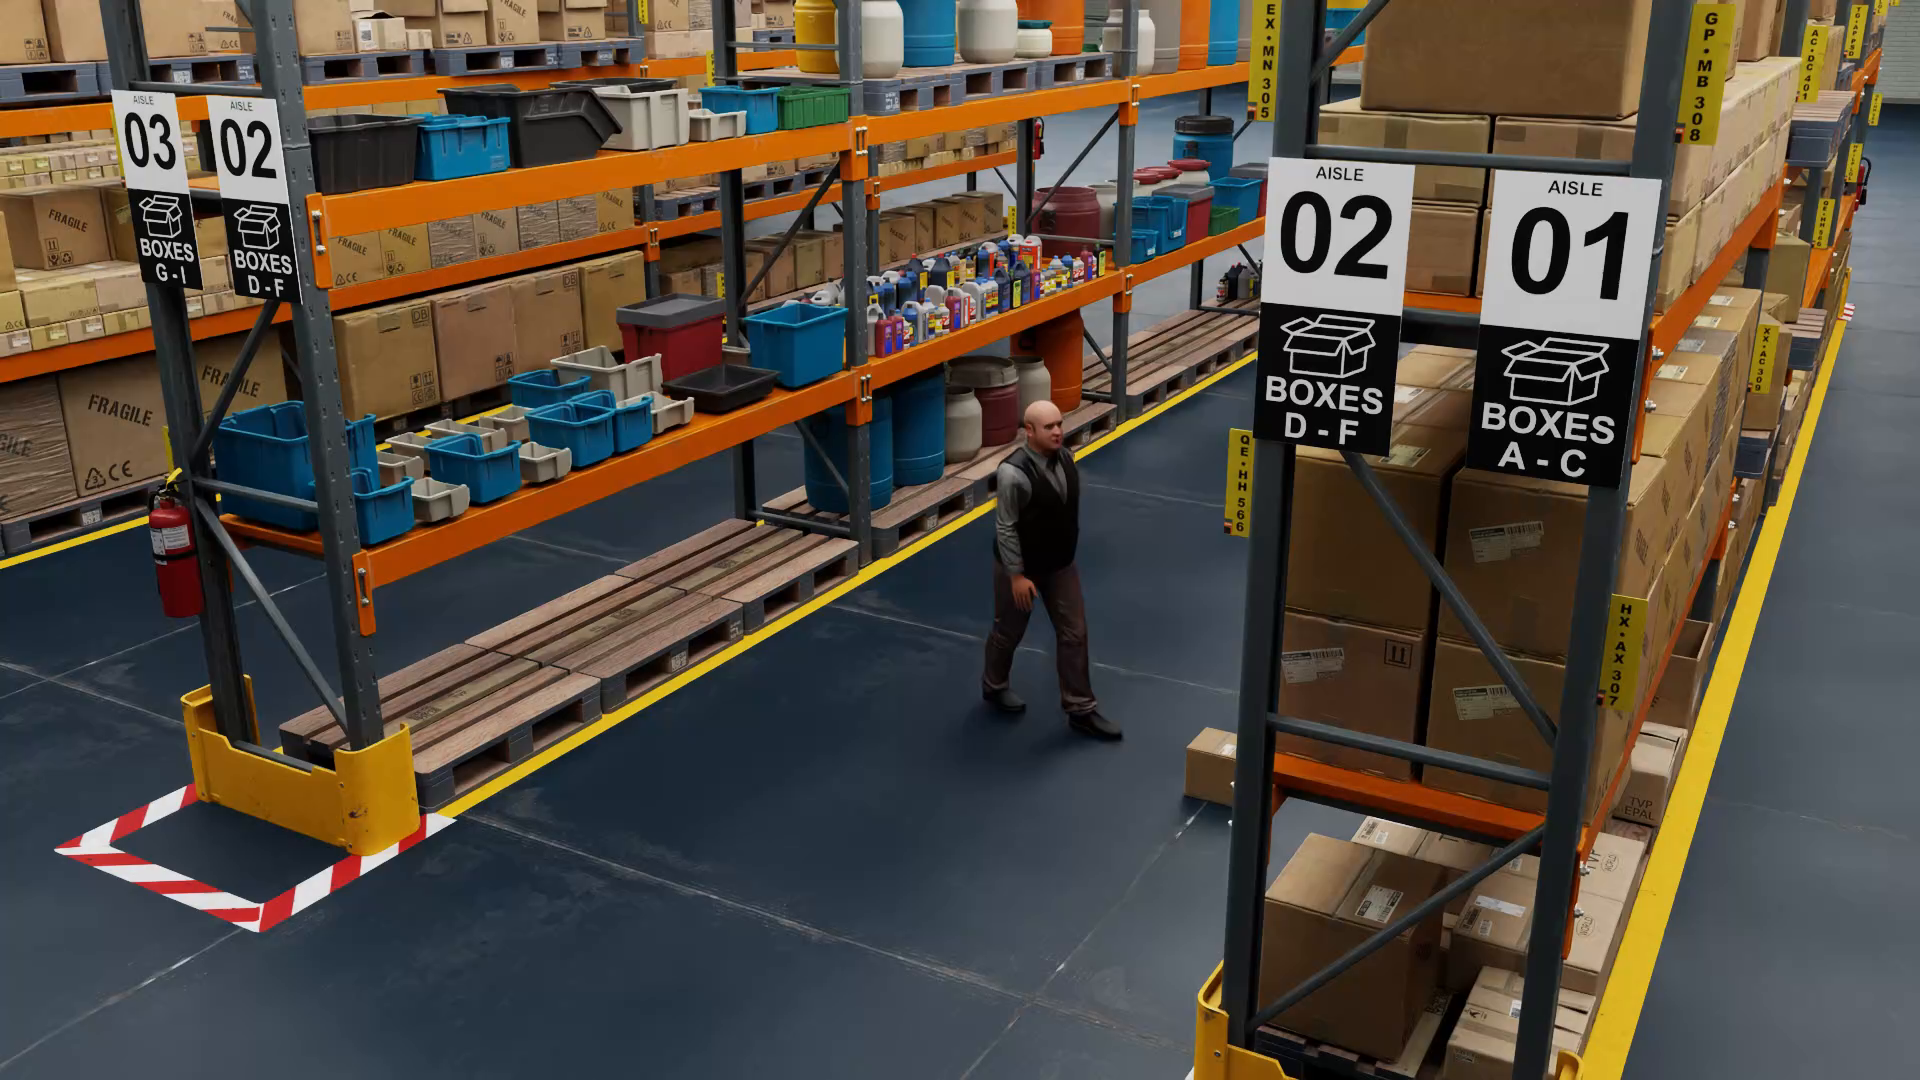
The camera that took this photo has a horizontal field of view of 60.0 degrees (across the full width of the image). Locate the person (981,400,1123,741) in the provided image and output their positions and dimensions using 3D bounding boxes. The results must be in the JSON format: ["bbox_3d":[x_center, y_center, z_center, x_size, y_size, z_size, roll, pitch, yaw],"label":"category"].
[{"bbox_3d":[0.388,0.135,8.208,0.559,1.702,0.827,-15,24,-37],"label":"person"}]
